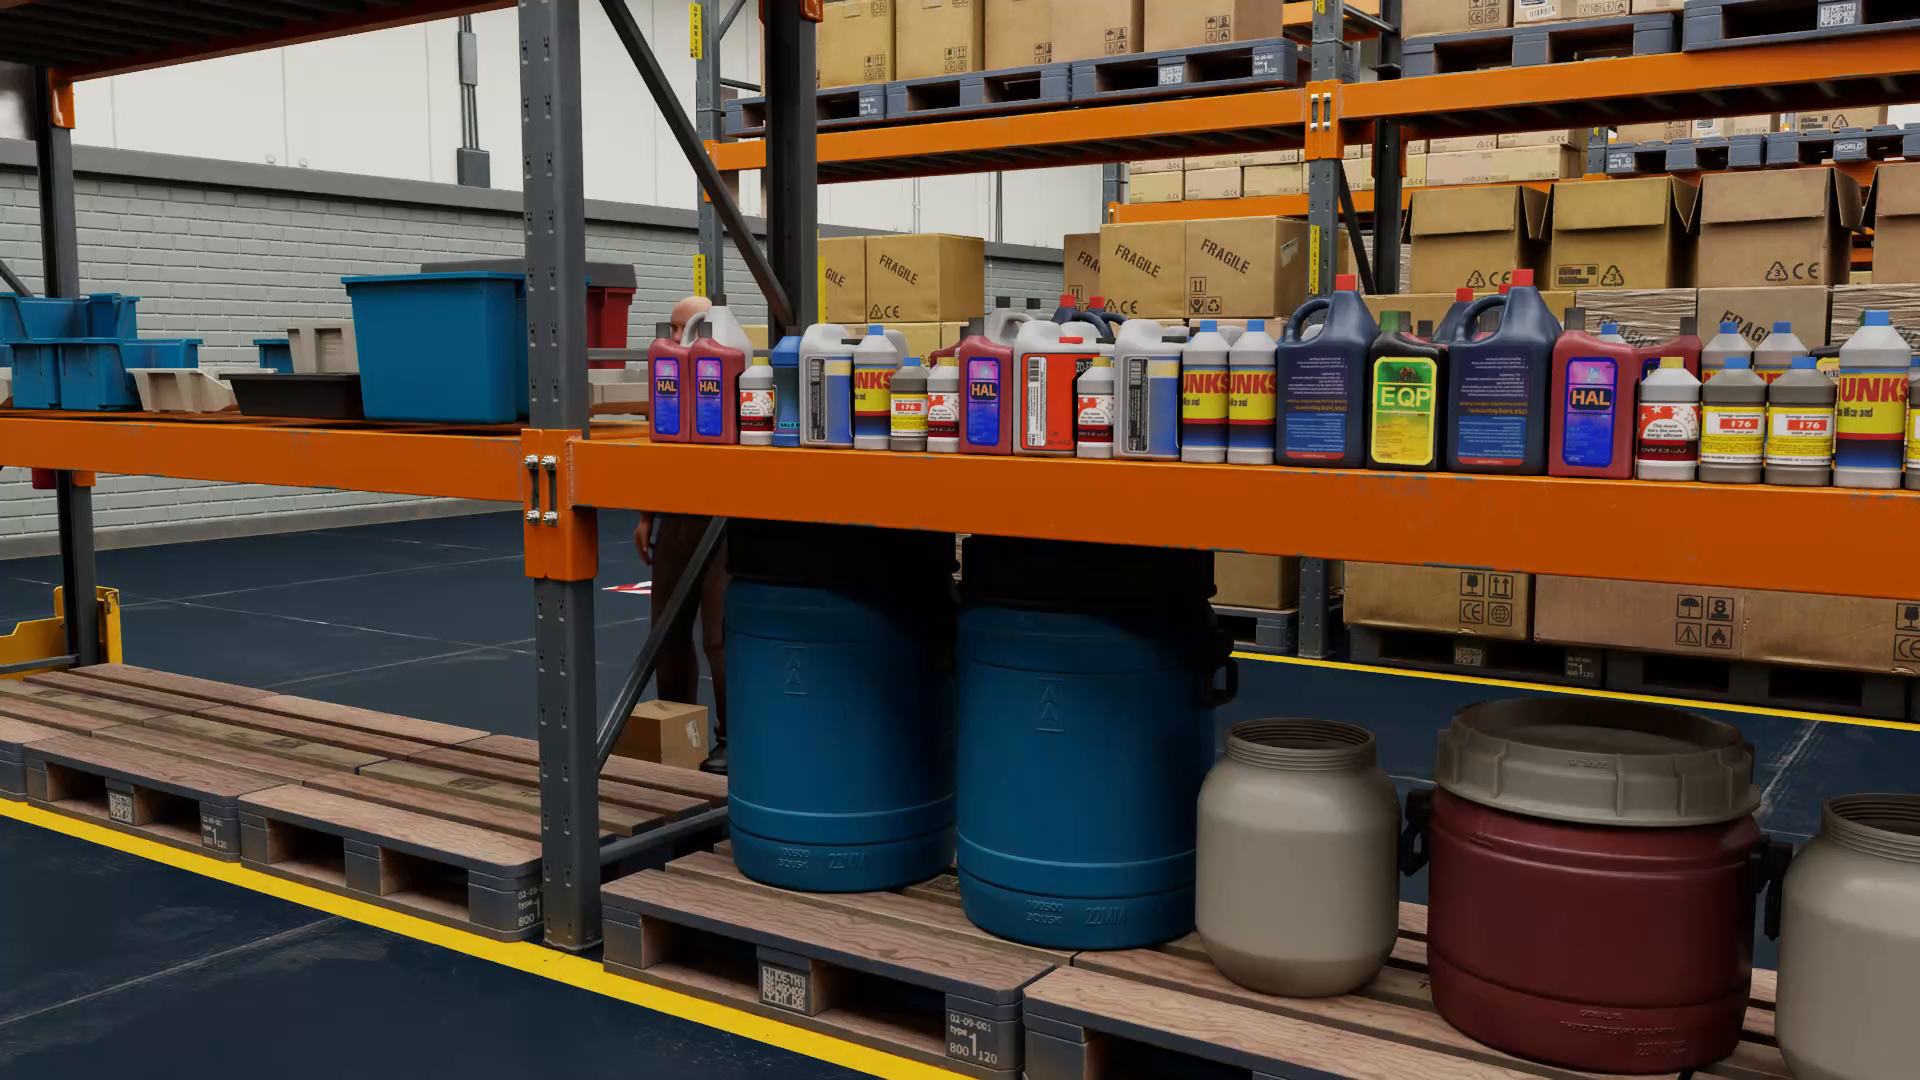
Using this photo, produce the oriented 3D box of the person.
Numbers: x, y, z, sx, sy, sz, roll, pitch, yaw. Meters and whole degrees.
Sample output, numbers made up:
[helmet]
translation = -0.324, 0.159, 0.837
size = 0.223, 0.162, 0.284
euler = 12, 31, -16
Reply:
[person]
translation = -0.939, -0.028, 6.130
size = 0.581, 1.721, 0.419
euler = 4, 8, 34
